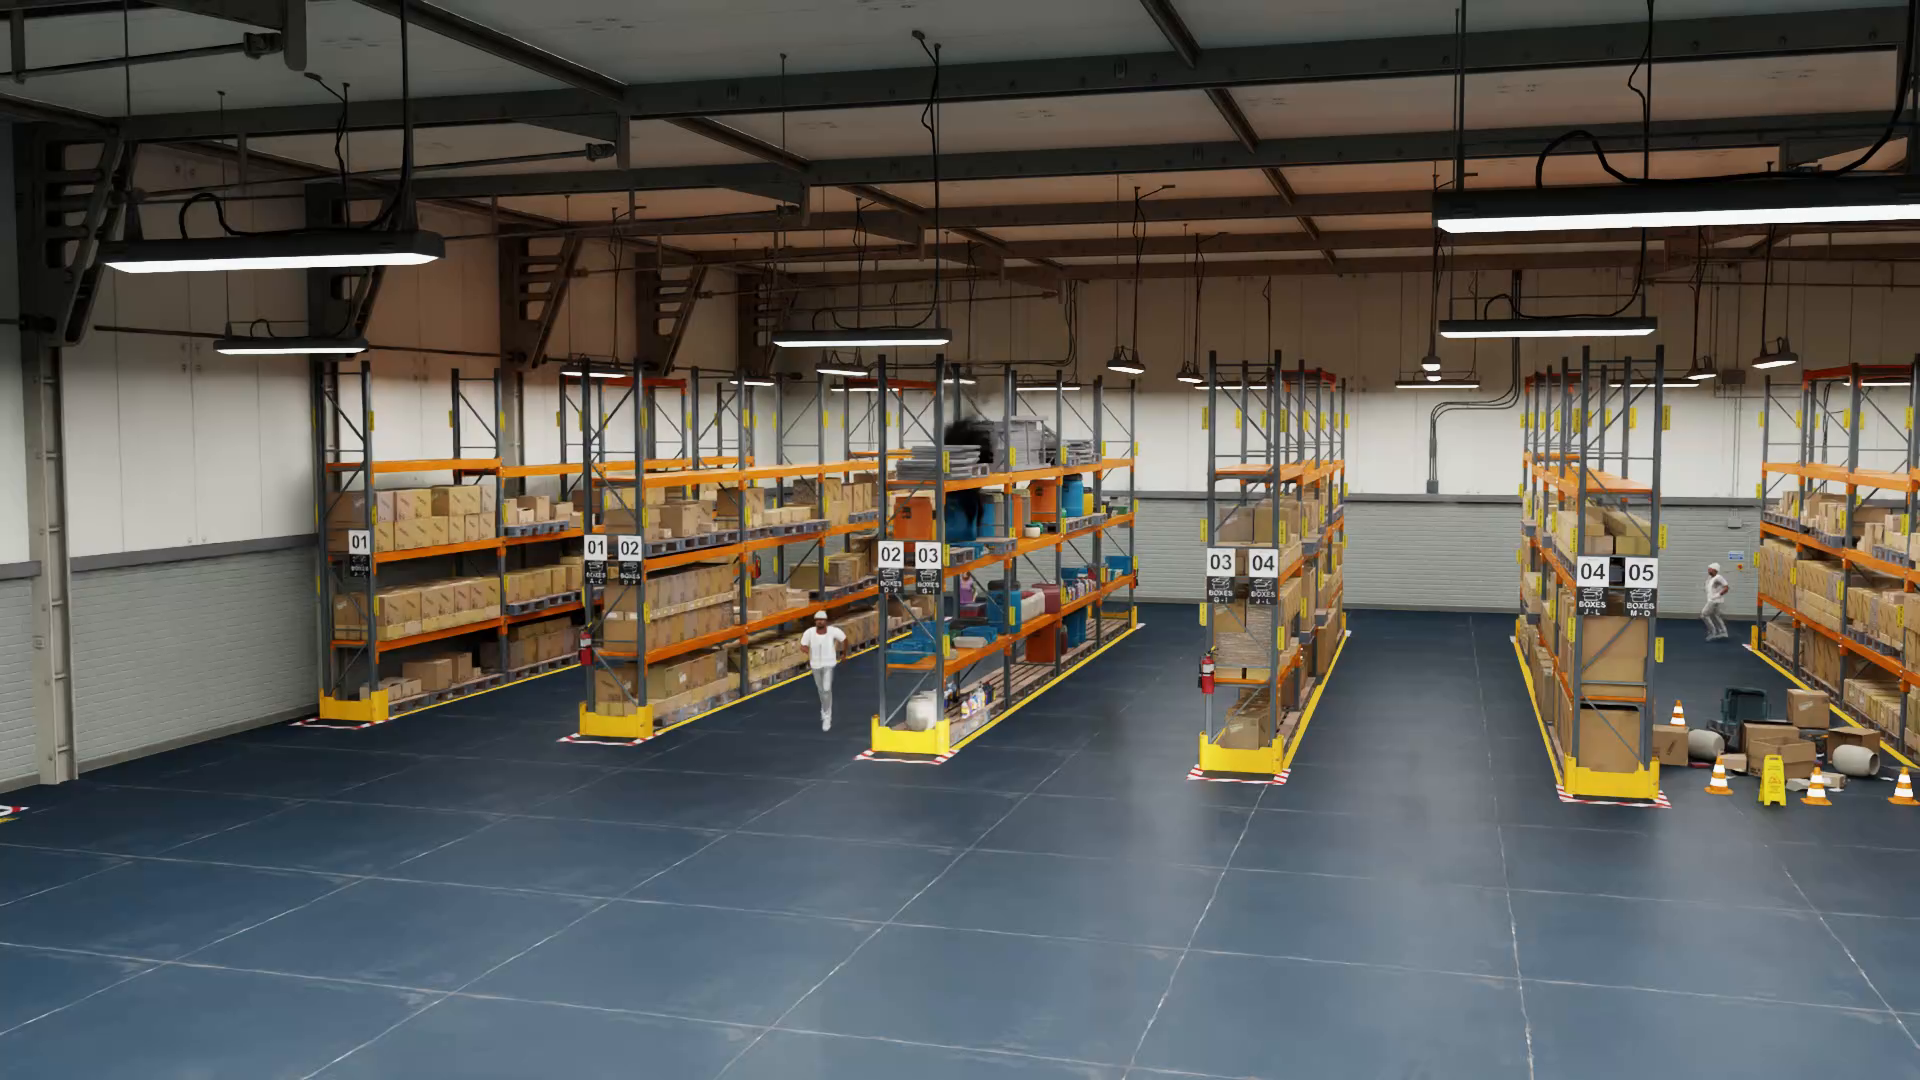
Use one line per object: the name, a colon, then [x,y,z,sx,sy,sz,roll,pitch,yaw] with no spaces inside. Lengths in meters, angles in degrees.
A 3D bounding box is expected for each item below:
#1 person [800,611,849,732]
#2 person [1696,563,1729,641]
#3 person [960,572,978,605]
person: [-2.140,2.016,25.957,0.710,1.856,0.790,1,4,12]
person: [17.171,1.426,37.912,0.715,1.811,0.679,1,4,17]
person: [0.130,1.479,38.591,0.539,1.559,0.546,1,4,12]
